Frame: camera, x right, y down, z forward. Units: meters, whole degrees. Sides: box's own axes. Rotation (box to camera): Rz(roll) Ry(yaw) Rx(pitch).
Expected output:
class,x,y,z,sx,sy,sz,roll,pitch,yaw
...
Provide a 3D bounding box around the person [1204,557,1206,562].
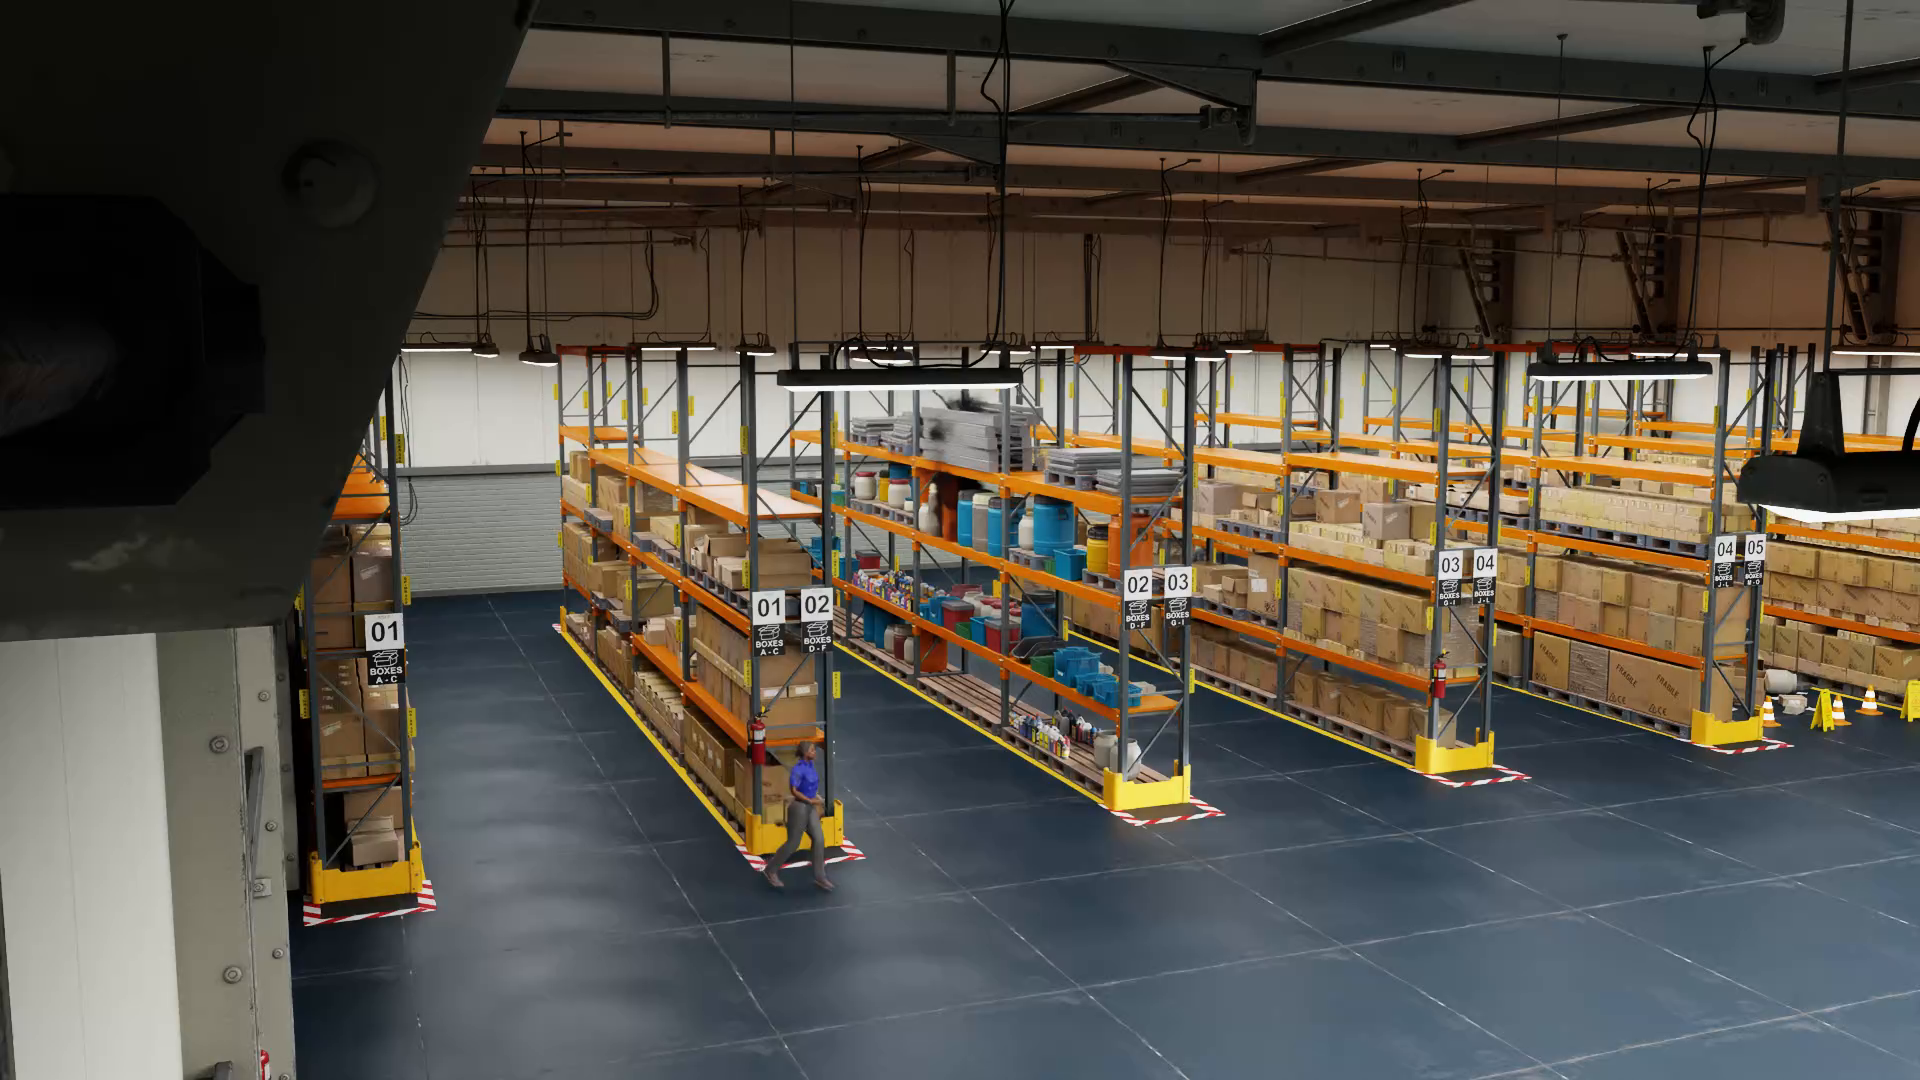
class,x,y,z,sx,sy,sz,roll,pitch,yaw
person,5.047,1.183,33.703,0.705,1.750,0.679,-3,8,-20

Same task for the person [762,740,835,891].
class,x,y,z,sx,sy,sz,roll,pitch,yaw
person,-1.782,3.116,18.957,0.832,1.653,0.657,2,8,16

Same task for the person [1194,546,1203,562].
class,x,y,z,sx,sy,sz,roll,pitch,yaw
person,5.868,0.200,41.709,0.875,1.661,0.662,2,8,17
